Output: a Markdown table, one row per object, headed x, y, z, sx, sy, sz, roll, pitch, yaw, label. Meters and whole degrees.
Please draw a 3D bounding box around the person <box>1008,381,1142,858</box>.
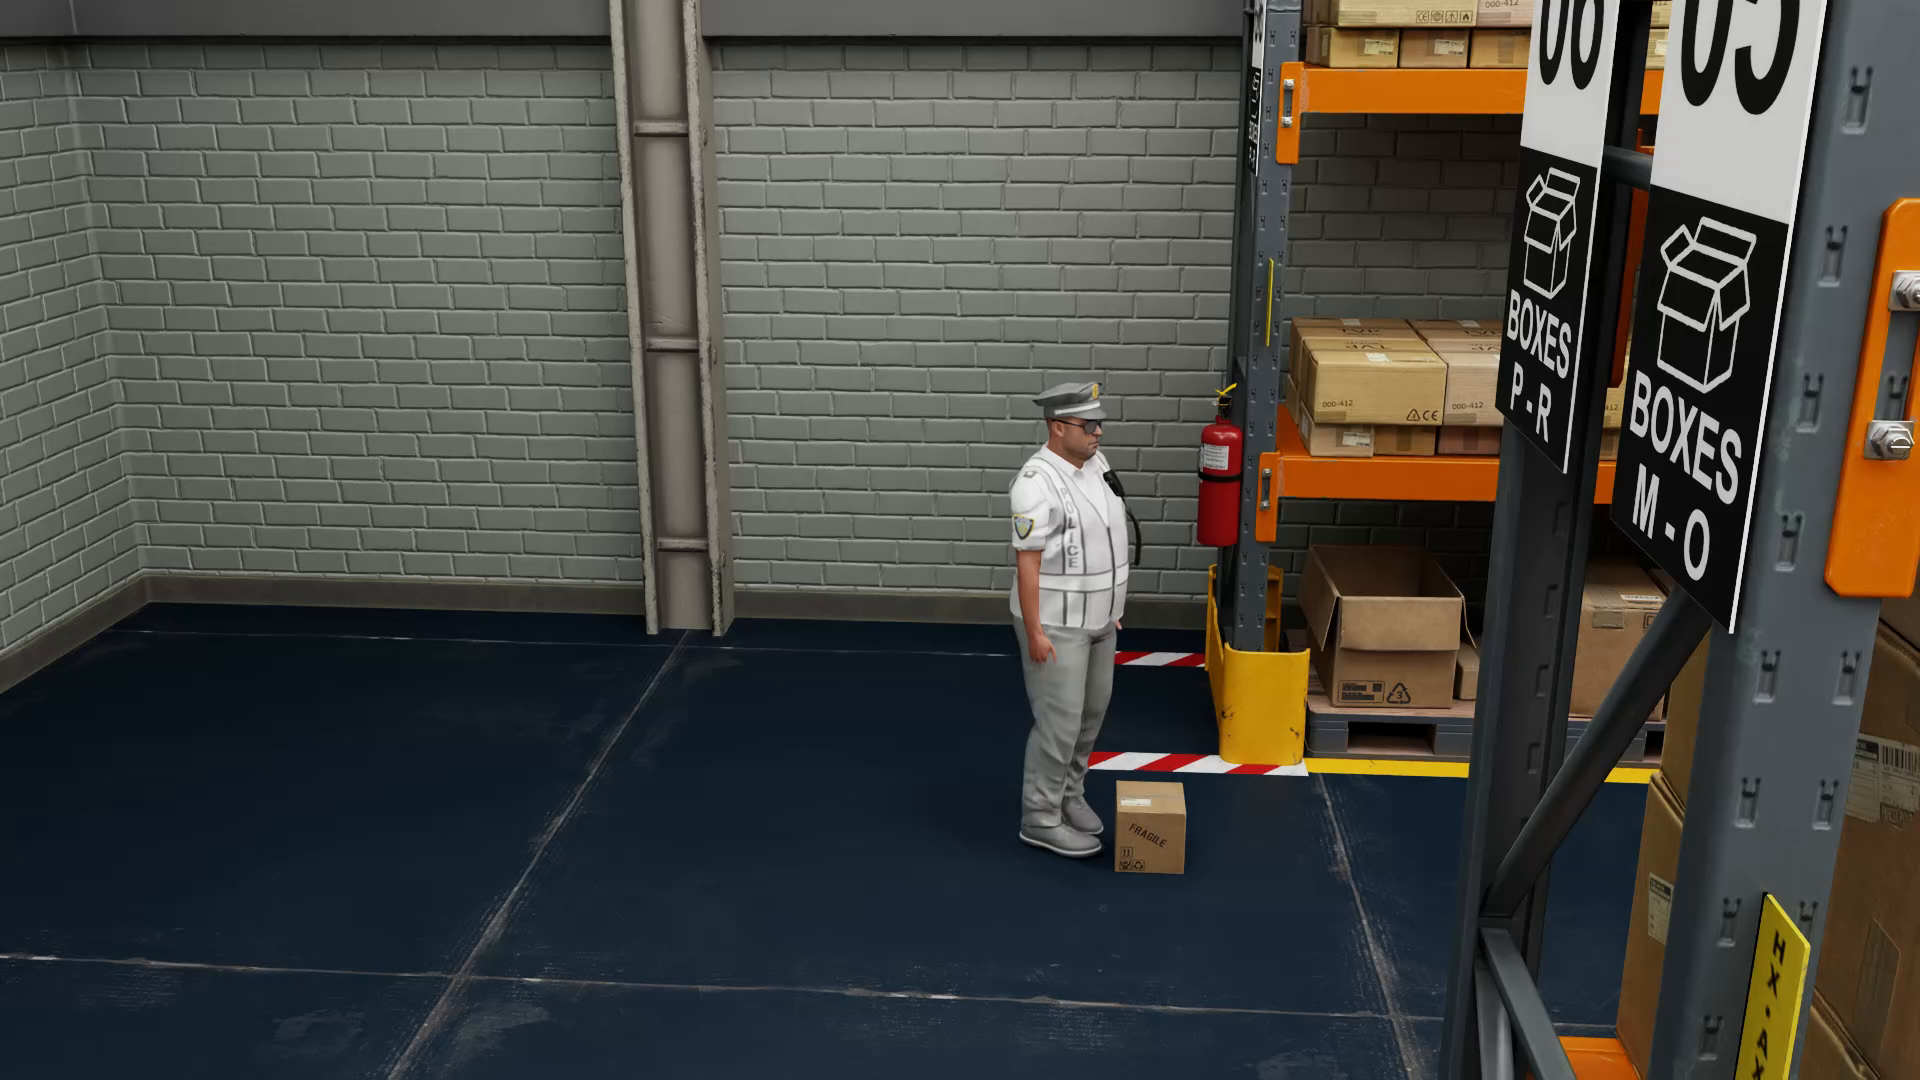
| x | y | z | sx | sy | sz | roll | pitch | yaw | label |
| --- | --- | --- | --- | --- | --- | --- | --- | --- | --- |
| 0.425 | 0.287 | 6.137 | 0.423 | 1.773 | 0.530 | 13 | 22 | 36 | person |
